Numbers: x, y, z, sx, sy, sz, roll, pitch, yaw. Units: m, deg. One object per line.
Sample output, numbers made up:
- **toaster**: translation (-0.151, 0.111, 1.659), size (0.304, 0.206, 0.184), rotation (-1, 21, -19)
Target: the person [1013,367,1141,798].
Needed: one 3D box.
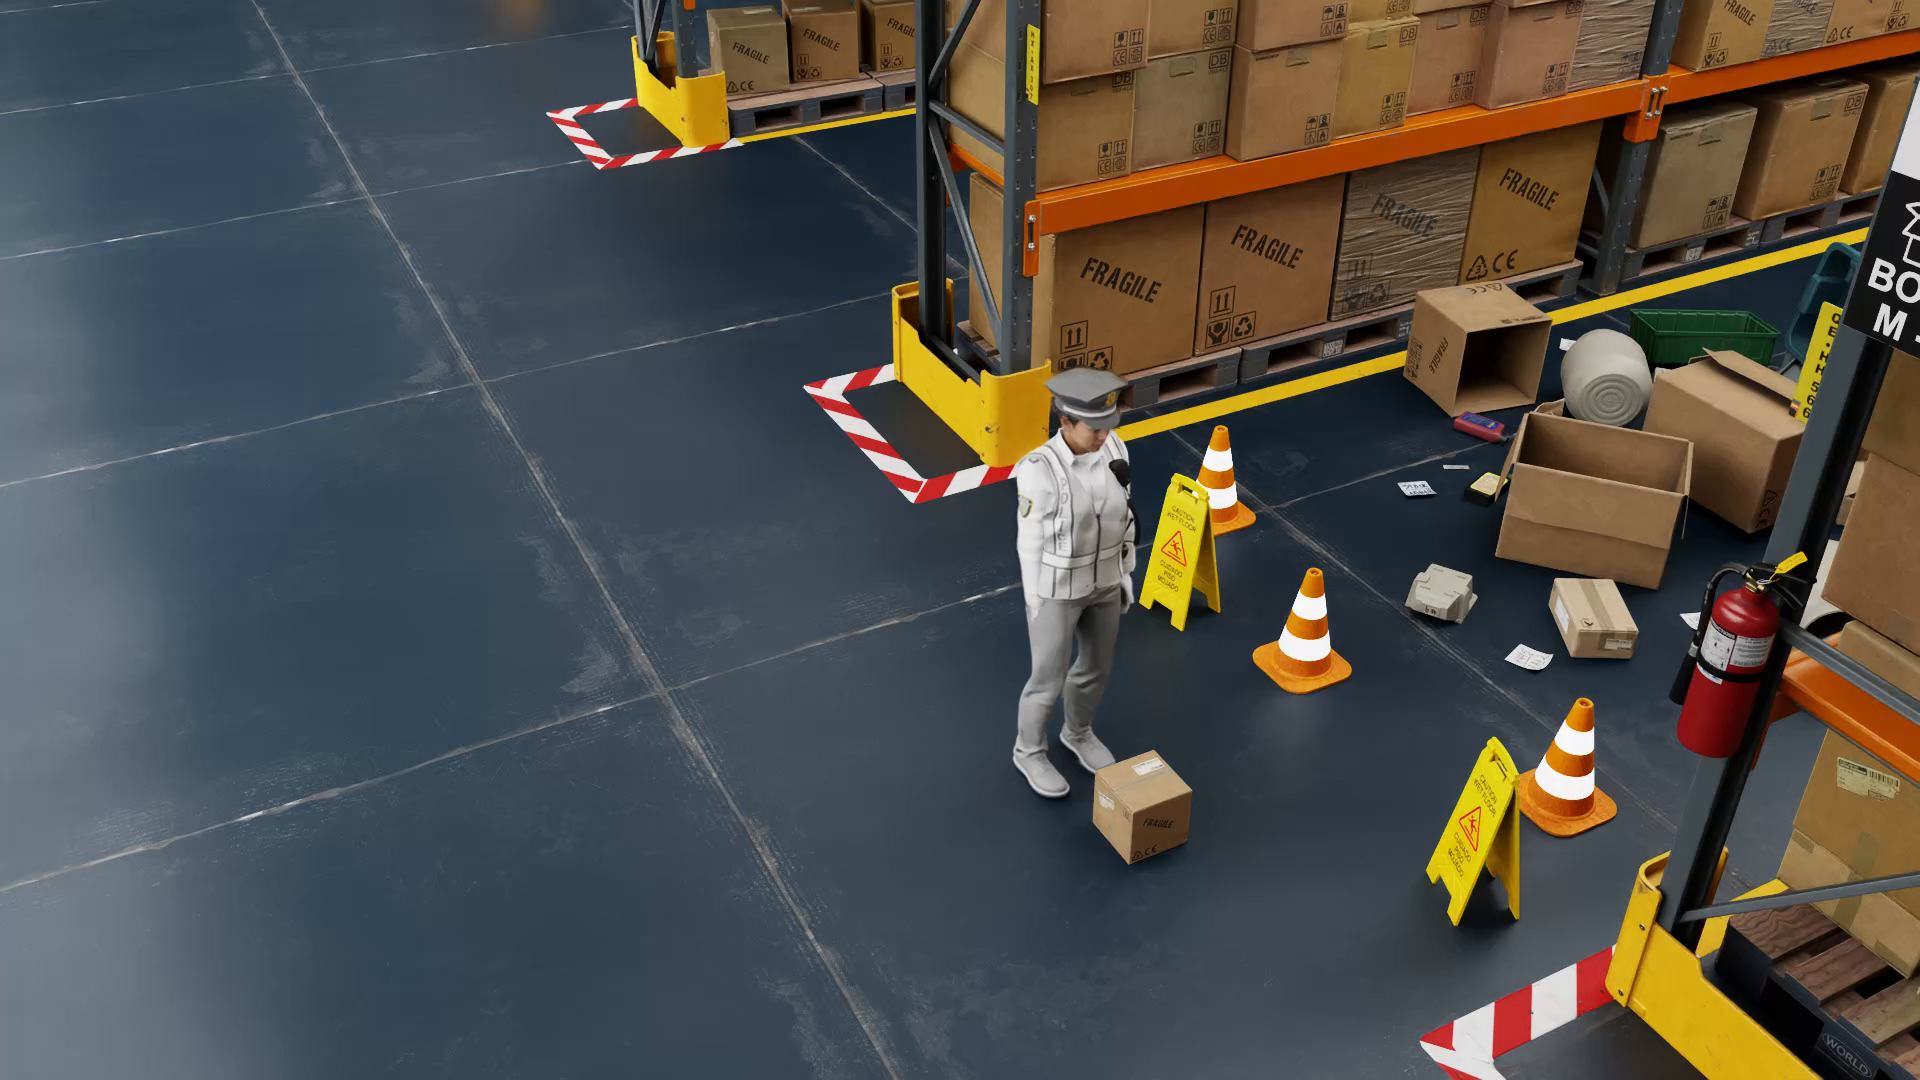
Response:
- **person**: translation (0.422, 0.165, 5.892), size (0.469, 1.662, 0.328), rotation (-19, 38, -27)
